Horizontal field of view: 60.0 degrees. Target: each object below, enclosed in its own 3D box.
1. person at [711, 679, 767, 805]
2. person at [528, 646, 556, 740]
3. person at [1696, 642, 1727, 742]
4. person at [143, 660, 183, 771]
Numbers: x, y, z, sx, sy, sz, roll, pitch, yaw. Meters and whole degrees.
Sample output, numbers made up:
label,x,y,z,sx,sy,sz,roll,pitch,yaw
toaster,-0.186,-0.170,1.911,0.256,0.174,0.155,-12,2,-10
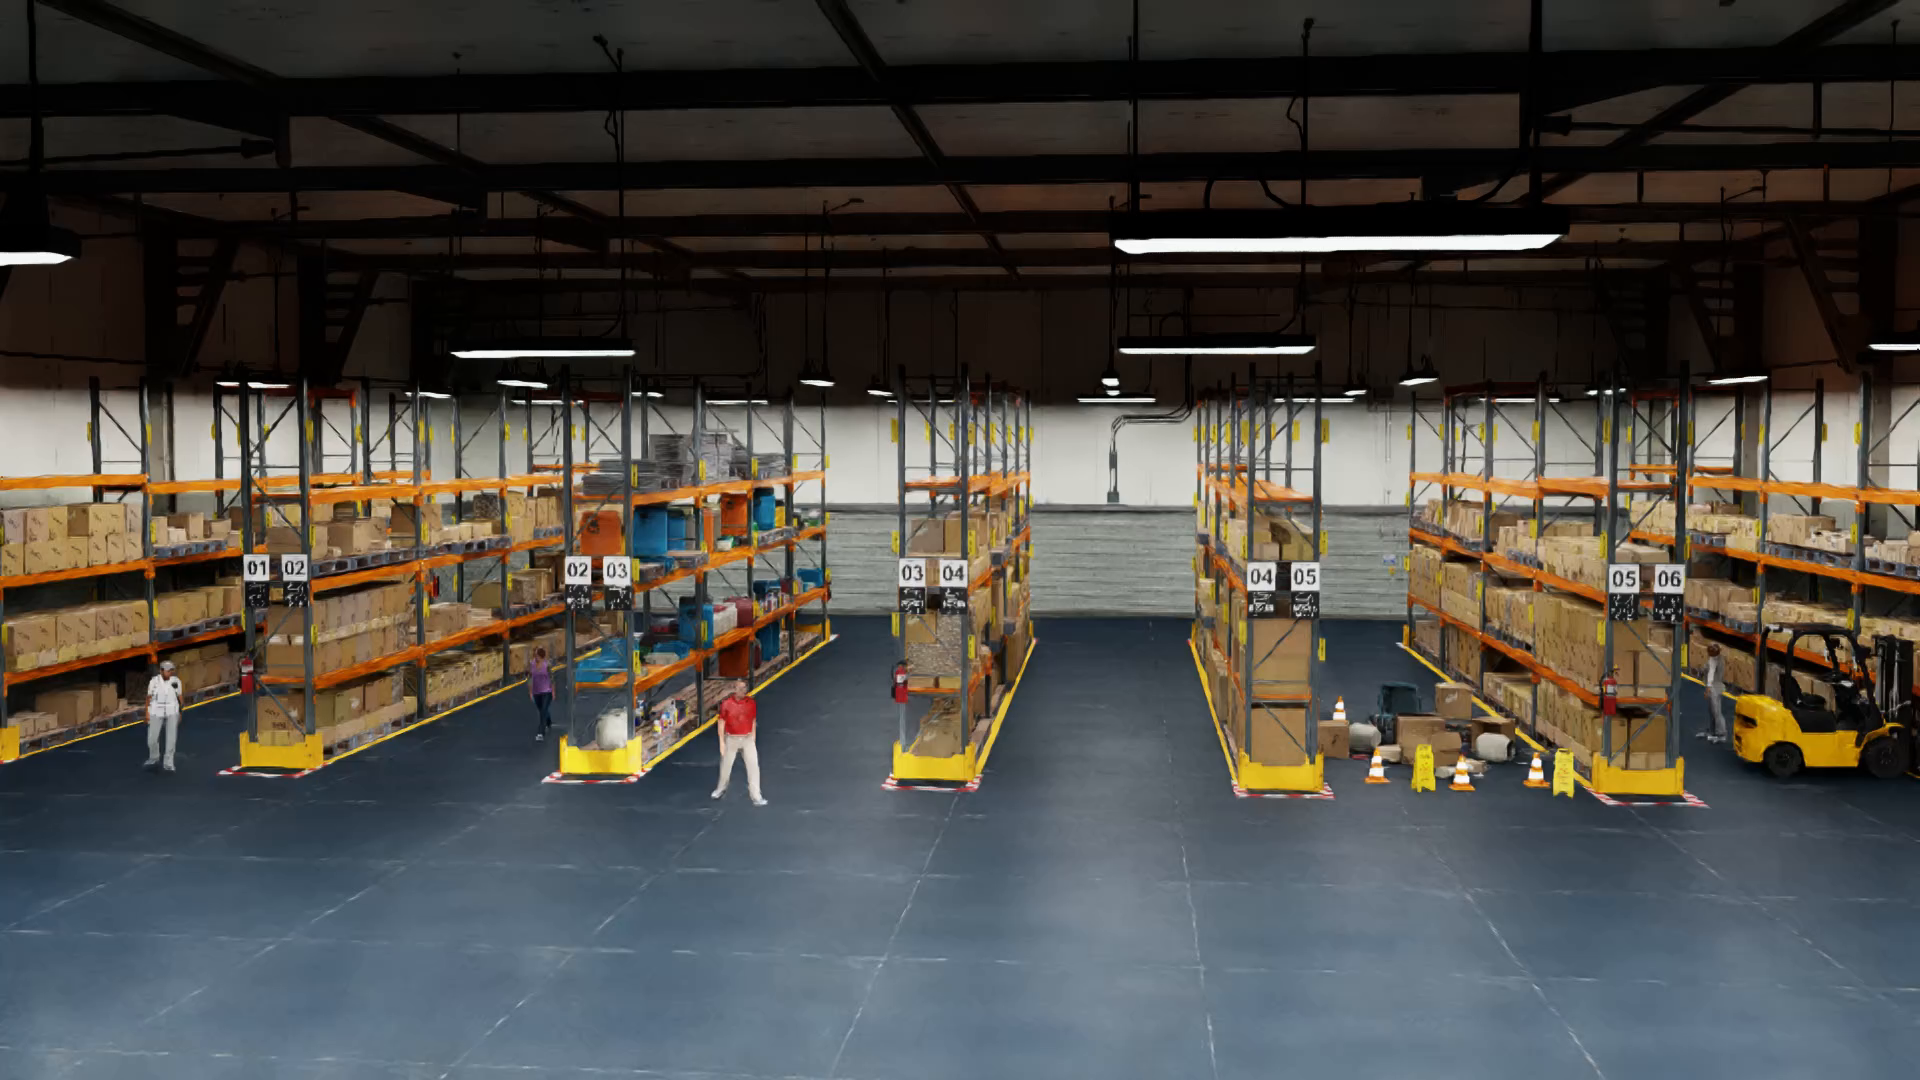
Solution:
label,x,y,z,sx,sy,sz,roll,pitch,yaw
person,-3.011,2.711,22.440,0.621,1.691,0.953,-1,4,-20
person,-6.877,2.479,27.271,0.417,1.517,1.037,0,4,8
person,12.253,2.459,27.065,0.511,1.596,0.494,3,5,36
person,-11.858,2.595,24.727,0.555,1.651,0.589,-2,4,-30
